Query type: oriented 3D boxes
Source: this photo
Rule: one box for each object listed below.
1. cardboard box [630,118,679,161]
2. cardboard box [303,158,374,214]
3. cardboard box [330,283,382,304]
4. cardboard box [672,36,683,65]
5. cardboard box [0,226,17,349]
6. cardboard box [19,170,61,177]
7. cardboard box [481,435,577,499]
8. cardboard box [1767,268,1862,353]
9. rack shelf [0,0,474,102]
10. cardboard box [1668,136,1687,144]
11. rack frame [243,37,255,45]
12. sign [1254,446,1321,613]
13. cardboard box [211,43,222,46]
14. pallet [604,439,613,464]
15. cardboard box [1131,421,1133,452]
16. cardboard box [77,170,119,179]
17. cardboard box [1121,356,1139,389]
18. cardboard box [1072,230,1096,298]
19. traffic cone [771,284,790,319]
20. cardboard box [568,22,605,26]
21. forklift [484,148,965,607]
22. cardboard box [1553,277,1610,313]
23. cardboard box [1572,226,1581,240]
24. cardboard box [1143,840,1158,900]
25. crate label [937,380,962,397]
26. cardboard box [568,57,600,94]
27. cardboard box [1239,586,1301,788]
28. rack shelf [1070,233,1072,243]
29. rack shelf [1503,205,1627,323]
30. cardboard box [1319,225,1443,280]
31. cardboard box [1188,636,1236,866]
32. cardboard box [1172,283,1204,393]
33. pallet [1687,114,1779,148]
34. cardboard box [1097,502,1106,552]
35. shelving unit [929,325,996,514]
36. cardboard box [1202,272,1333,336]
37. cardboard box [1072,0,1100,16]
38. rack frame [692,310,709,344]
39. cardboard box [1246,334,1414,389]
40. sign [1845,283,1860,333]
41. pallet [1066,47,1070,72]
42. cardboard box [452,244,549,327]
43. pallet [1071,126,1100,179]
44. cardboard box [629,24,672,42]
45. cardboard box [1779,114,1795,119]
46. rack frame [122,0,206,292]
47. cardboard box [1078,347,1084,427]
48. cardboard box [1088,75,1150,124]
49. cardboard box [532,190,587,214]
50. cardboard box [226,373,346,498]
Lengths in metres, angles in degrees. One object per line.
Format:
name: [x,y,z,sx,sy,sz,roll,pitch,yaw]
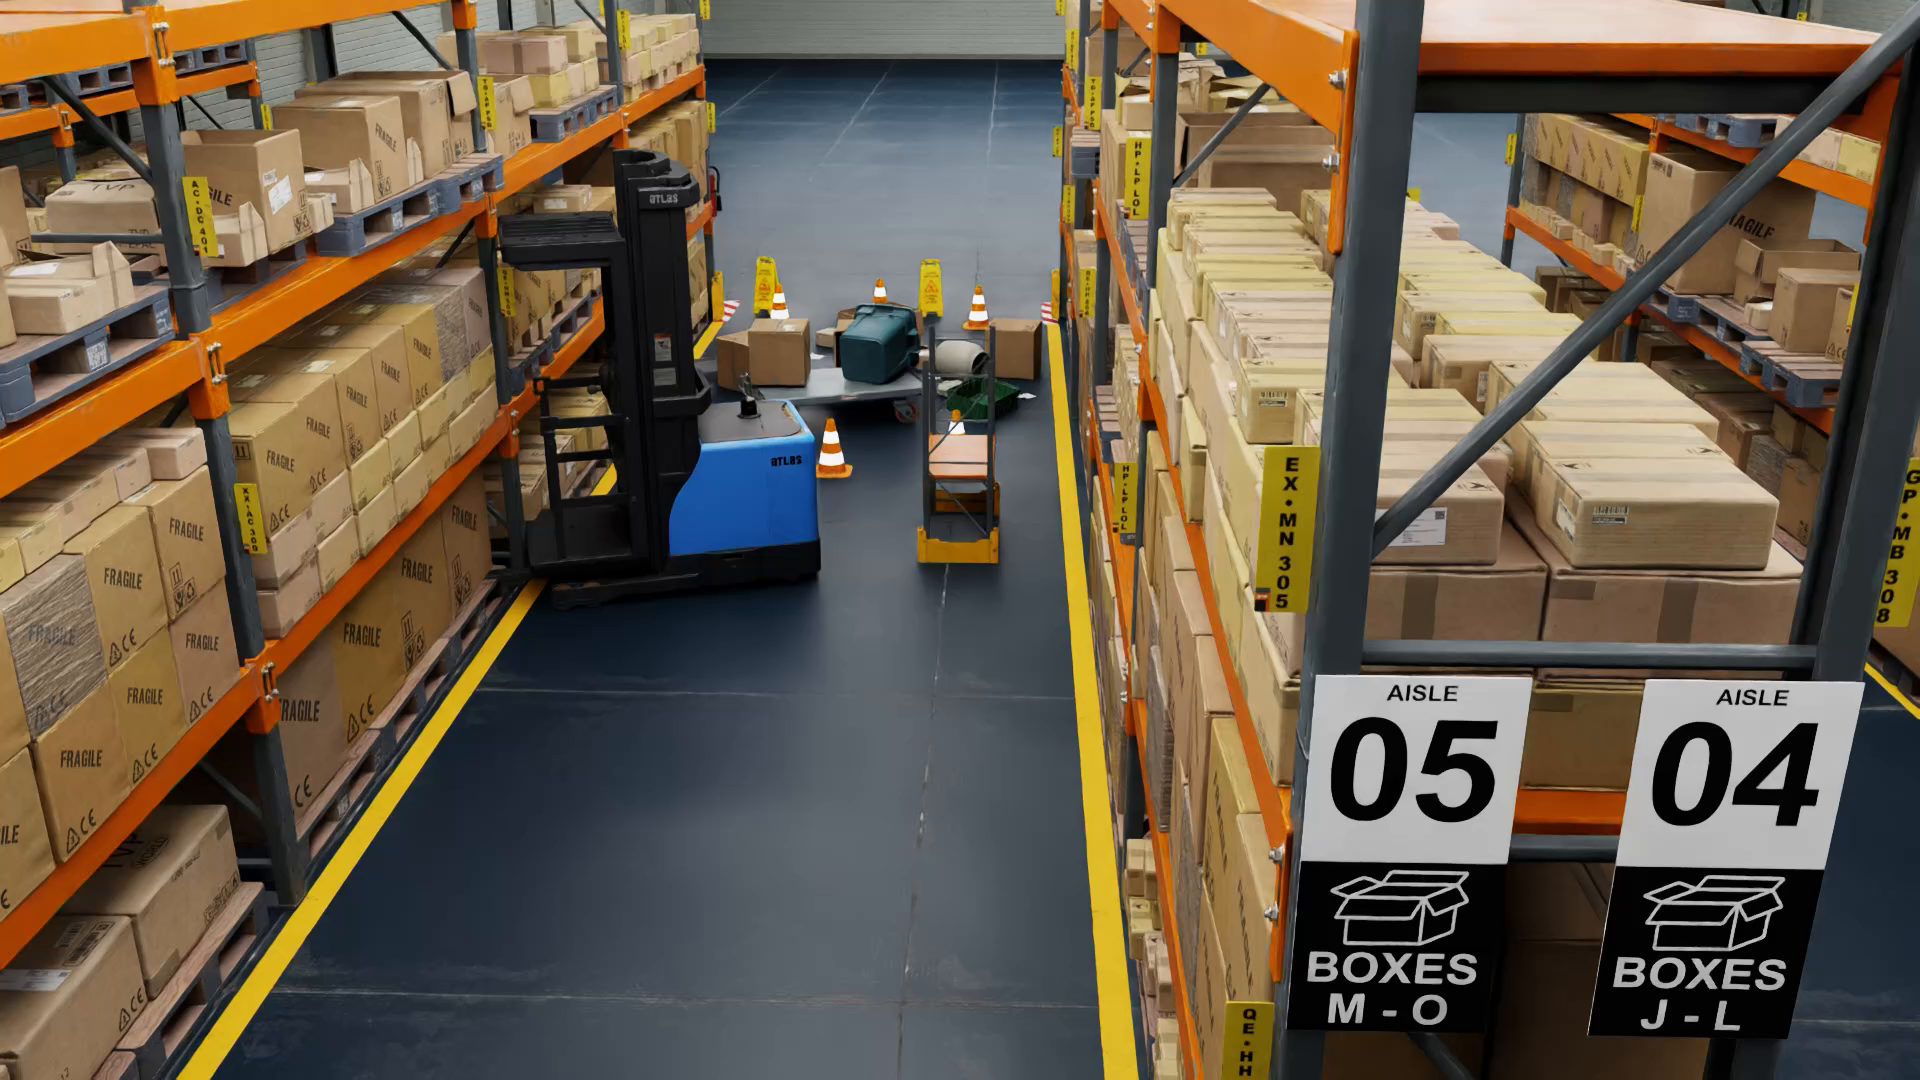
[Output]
cardboard box: [-3.197,-3.913,16.535,0.700,0.500,0.500,1,21,1]
cardboard box: [-3.269,-1.845,8.596,0.396,0.266,0.258,2,21,6]
cardboard box: [-3.818,-1.261,10.111,0.500,0.500,0.500,1,21,2]
cardboard box: [-3.084,-4.905,16.674,0.500,0.250,0.500,1,21,3]
cardboard box: [-3.684,-0.858,5.585,0.797,0.503,0.637,2,21,6]
cardboard box: [-8.642,-3.395,15.687,0.380,0.149,0.250,0,21,1]
cardboard box: [-3.512,-0.545,12.839,0.950,0.372,0.625,0,21,1]
cardboard box: [6.246,-1.635,11.878,0.700,0.500,0.500,4,22,10]
rack shelf: [-3.614,-2.655,8.479,1.077,0.370,4.000,1,21,2]
cardboard box: [6.755,-3.433,15.297,0.500,0.500,0.500,1,21,2]
rack frame: [-8.271,-6.846,17.732,1.000,3.000,0.127,1,21,2]
sign: [0.600,-0.017,3.056,0.100,0.325,0.005,1,21,2]
cardboard box: [-7.993,-5.270,17.445,0.380,0.149,0.250,0,21,0]
pallet: [-3.454,-0.968,14.732,1.003,0.211,1.213,1,21,2]
cardboard box: [1.140,-0.567,9.198,0.380,0.149,0.250,1,21,4]
cardboard box: [-8.170,-3.390,15.673,0.380,0.149,0.250,0,21,1]
cardboard box: [1.164,-0.995,9.890,0.380,0.149,0.250,0,21,-1]
cardboard box: [1.234,-2.391,14.406,0.500,0.500,0.500,1,21,2]
traffic cone: [-2.034,-2.643,18.702,0.336,0.463,0.334,1,21,2]
cardboard box: [-3.669,-5.067,16.540,0.380,0.149,0.250,1,21,3]
forklift: [-1.877,-1.443,12.196,4.859,2.935,2.543,-6,22,-15]
cardboard box: [6.576,-2.475,17.636,0.500,0.500,0.500,6,22,16]
cardboard box: [6.331,-3.036,16.554,0.380,0.149,0.250,1,21,2]
cardboard box: [0.991,1.438,7.214,0.380,0.149,0.250,2,21,4]
crate label: [-0.062,-1.456,16.093,0.298,0.136,0.250,-16,26,-35]
cardboard box: [-3.305,-3.861,13.813,0.500,0.250,0.500,0,21,1]
cardboard box: [0.904,0.311,3.640,0.500,0.250,0.500,0,21,0]
rack shelf: [1.580,-3.044,16.852,0.919,0.052,3.809,1,21,2]
rack shelf: [6.535,-2.828,16.666,1.077,0.370,4.000,1,21,2]
cardboard box: [1.450,-0.992,5.758,0.380,0.149,0.250,1,21,4]
cardboard box: [0.942,0.616,4.862,0.500,0.500,0.500,2,21,4]
cardboard box: [0.972,-0.667,5.472,0.500,0.250,0.500,1,21,3]
pallet: [6.320,-3.154,12.624,1.213,0.211,1.003,1,21,2]
cardboard box: [1.119,-0.035,10.311,0.500,0.250,0.500,0,21,1]
shelving unit: [0.004,-0.742,12.367,0.500,1.500,0.985,1,21,2]
cardboard box: [0.942,-0.714,5.042,0.380,0.149,0.250,0,21,0]
cardboard box: [1.251,-5.019,15.697,0.380,0.149,0.250,0,21,1]
rack frame: [-3.372,-2.375,18.358,1.003,0.211,1.213,1,21,2]
cardboard box: [0.951,-0.432,4.314,0.380,0.149,0.250,0,21,0]
sign: [5.809,-1.500,10.756,0.100,0.325,0.005,1,21,2]
pallet: [1.629,-5.067,17.416,1.003,0.211,1.213,1,21,2]
cardboard box: [-3.300,-1.833,11.976,0.500,0.500,0.500,2,21,4]
pallet: [1.364,-2.629,11.272,1.213,0.211,1.003,2,21,4]
cardboard box: [-3.038,-4.968,16.285,0.380,0.149,0.250,1,21,3]
cardboard box: [6.152,-3.212,11.684,0.500,0.500,0.500,1,21,3]
rack frame: [-3.675,-2.454,6.413,1.000,3.000,0.127,1,21,2]
cardboard box: [1.590,-1.453,14.657,1.050,0.750,0.750,1,21,1]
cardboard box: [1.129,-3.066,11.541,0.500,0.311,0.500,1,21,2]
cardboard box: [-3.213,-2.715,13.352,0.380,0.149,0.250,0,21,-1]
cardboard box: [-3.386,-0.510,8.176,0.500,0.500,0.500,1,21,1]
